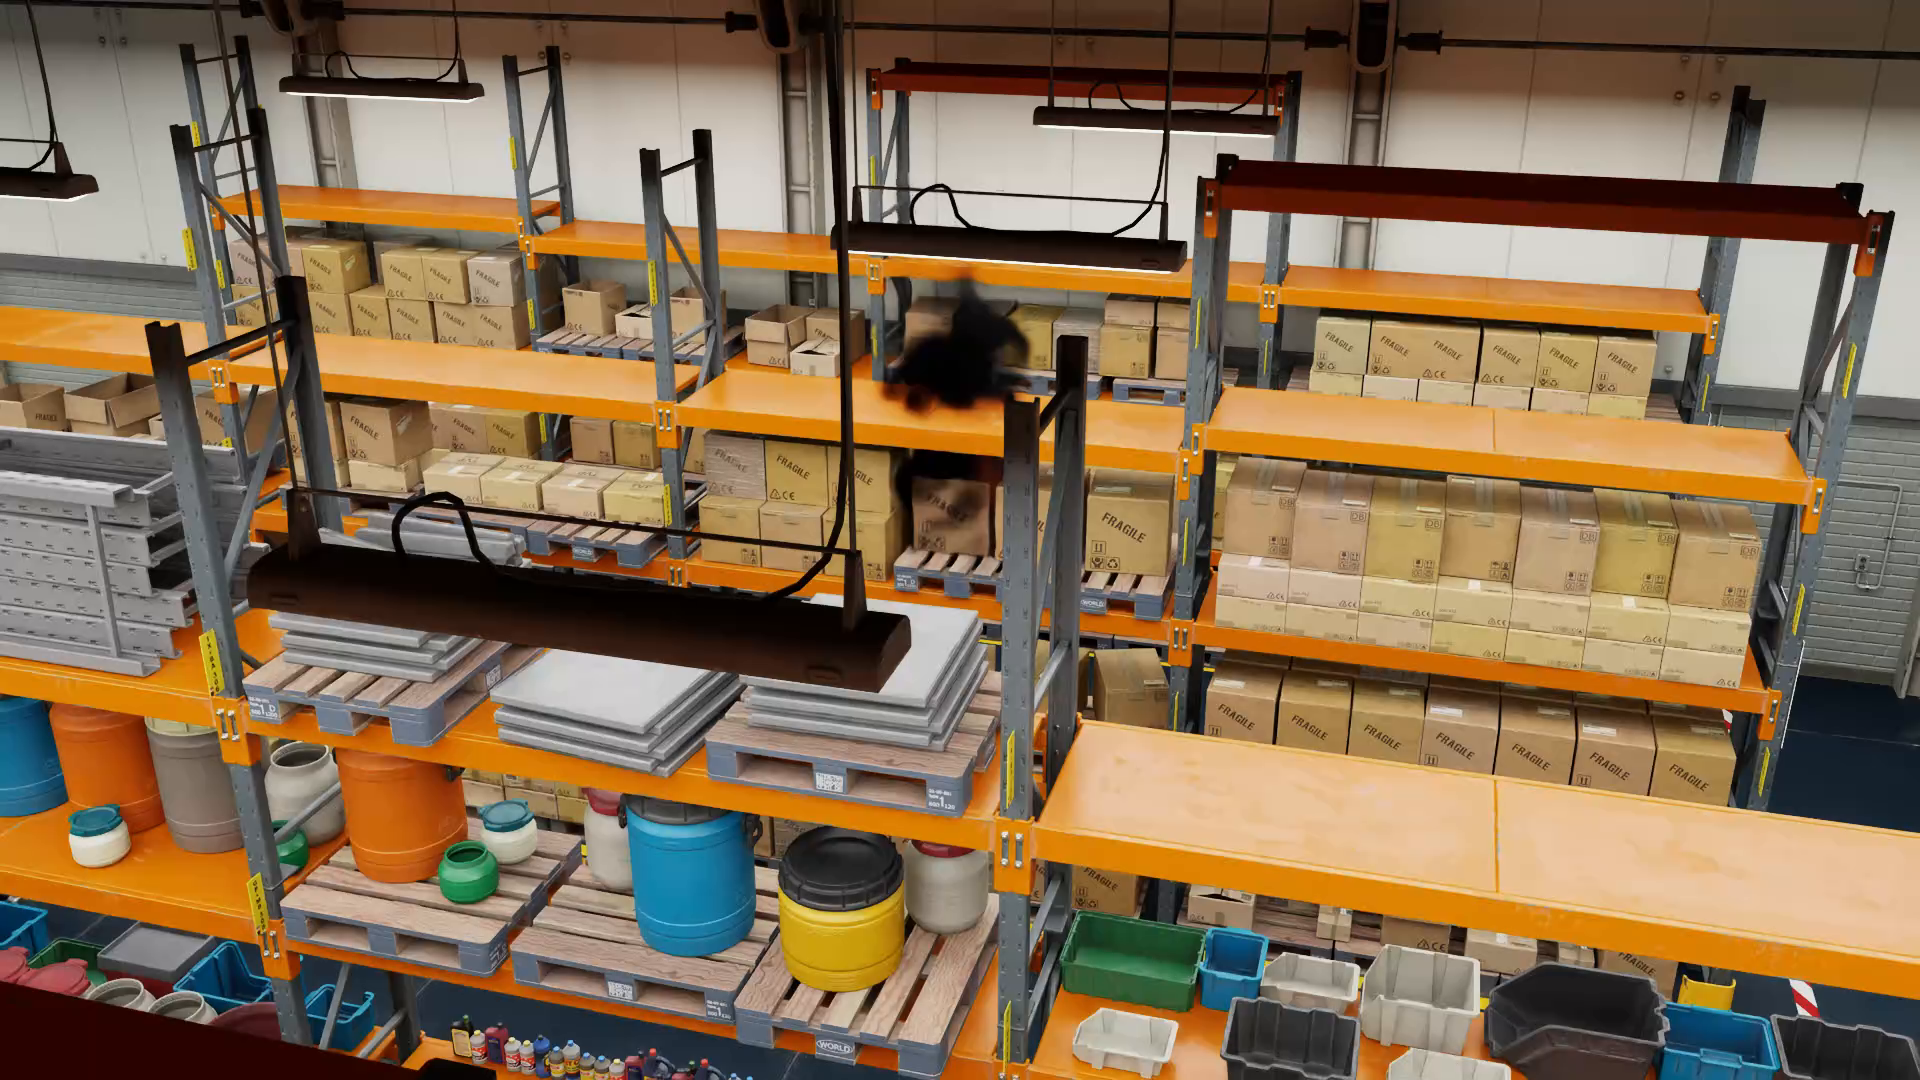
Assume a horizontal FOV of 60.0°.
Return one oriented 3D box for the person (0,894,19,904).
[{"bbox_3d":[-7.887,2.347,13.157,0.864,1.481,0.545,3,23,8],"label":"person"}]
